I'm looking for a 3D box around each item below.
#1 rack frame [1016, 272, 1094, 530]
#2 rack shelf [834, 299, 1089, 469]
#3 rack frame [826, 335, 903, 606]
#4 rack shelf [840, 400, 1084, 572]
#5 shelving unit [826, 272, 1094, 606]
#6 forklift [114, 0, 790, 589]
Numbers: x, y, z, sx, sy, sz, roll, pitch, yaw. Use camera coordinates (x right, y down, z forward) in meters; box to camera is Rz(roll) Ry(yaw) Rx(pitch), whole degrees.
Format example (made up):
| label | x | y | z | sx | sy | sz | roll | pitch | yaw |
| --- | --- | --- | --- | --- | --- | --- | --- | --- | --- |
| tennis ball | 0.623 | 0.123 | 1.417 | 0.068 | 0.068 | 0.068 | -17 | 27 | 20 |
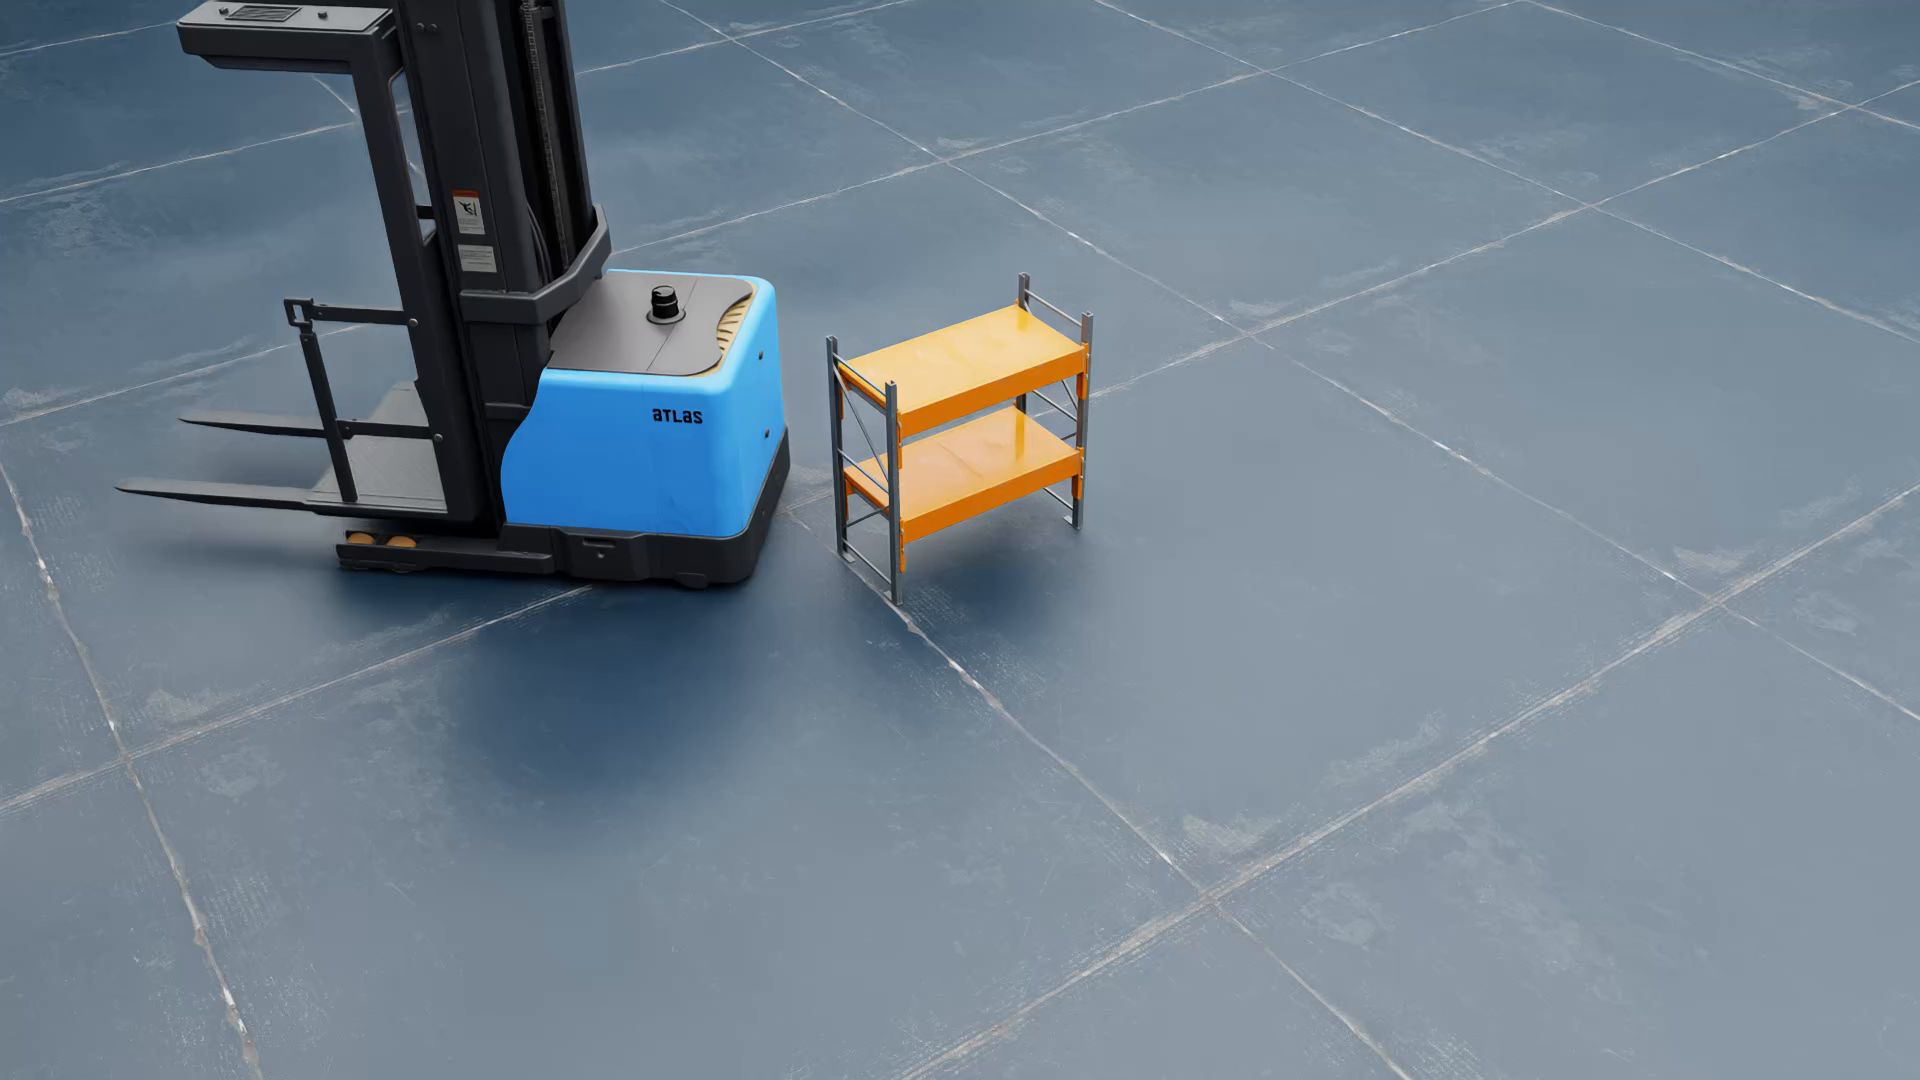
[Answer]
| label | x | y | z | sx | sy | sz | roll | pitch | yaw |
| --- | --- | --- | --- | --- | --- | --- | --- | --- | --- |
| rack frame | 0.421 | -0.630 | 7.662 | 0.032 | 1.125 | 0.500 | -22 | 41 | -28 |
| rack shelf | 0.006 | -0.697 | 7.254 | 1.000 | 0.278 | 0.538 | -22 | 41 | -28 |
| rack frame | -0.410 | -0.288 | 7.187 | 0.032 | 1.125 | 0.500 | -22 | 41 | -28 |
| rack shelf | 0.006 | -0.260 | 7.567 | 1.000 | 0.278 | 0.538 | -22 | 41 | -28 |
| shelving unit | 0.006 | -0.459 | 7.425 | 1.048 | 1.125 | 0.538 | -22 | 41 | -28 |
| forklift | -2.383 | -1.342 | 7.106 | 3.031 | 2.935 | 1.130 | 4 | 36 | 6 |
